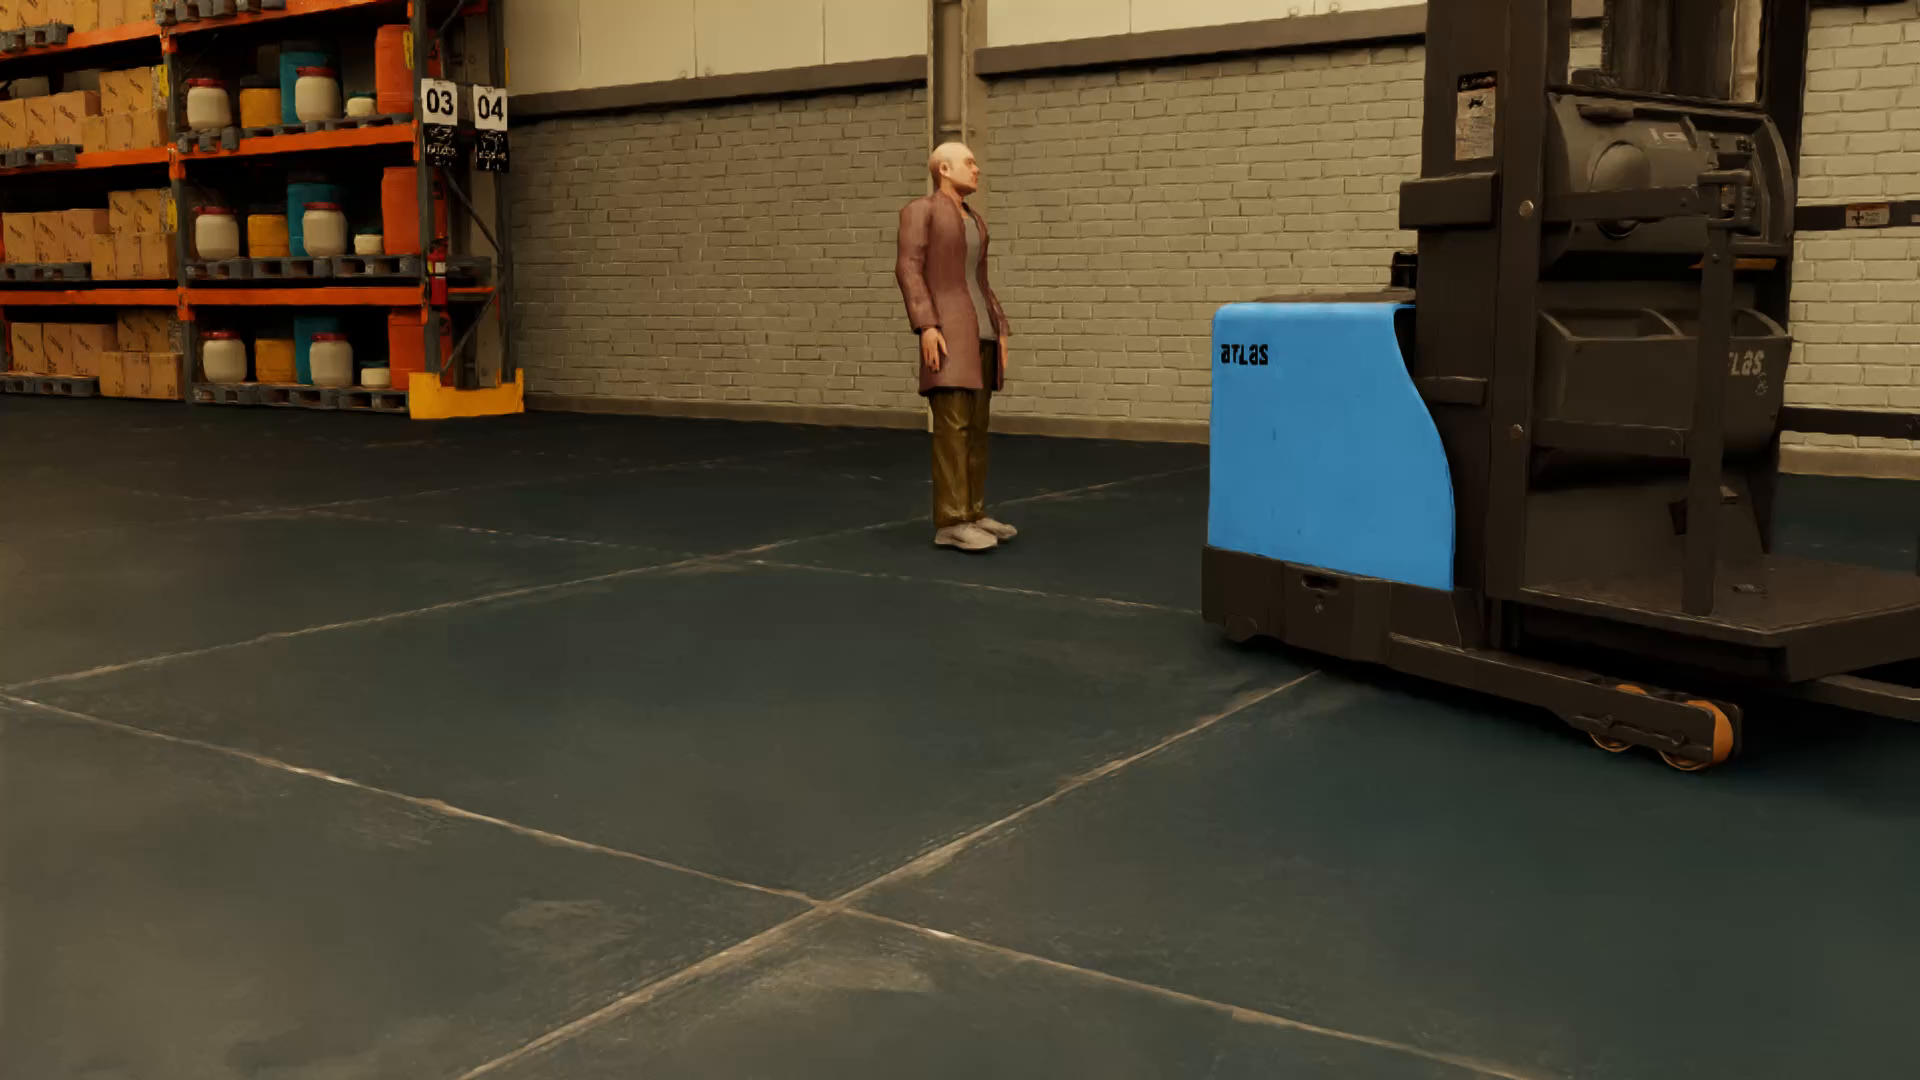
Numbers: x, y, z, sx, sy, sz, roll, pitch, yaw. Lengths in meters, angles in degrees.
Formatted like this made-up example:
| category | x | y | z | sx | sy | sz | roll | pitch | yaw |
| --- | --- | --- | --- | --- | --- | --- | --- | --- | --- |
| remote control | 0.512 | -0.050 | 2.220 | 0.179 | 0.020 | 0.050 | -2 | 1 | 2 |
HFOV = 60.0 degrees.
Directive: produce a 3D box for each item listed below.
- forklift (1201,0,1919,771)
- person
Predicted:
| category | x | y | z | sx | sy | sz | roll | pitch | yaw |
| --- | --- | --- | --- | --- | --- | --- | --- | --- | --- |
| forklift | 1.978 | -0.991 | 4.161 | 1.130 | 2.935 | 3.031 | -5 | 10 | -32 |
| person | 0.076 | -0.873 | 7.423 | 0.575 | 1.764 | 0.694 | 5 | 10 | 34 |
